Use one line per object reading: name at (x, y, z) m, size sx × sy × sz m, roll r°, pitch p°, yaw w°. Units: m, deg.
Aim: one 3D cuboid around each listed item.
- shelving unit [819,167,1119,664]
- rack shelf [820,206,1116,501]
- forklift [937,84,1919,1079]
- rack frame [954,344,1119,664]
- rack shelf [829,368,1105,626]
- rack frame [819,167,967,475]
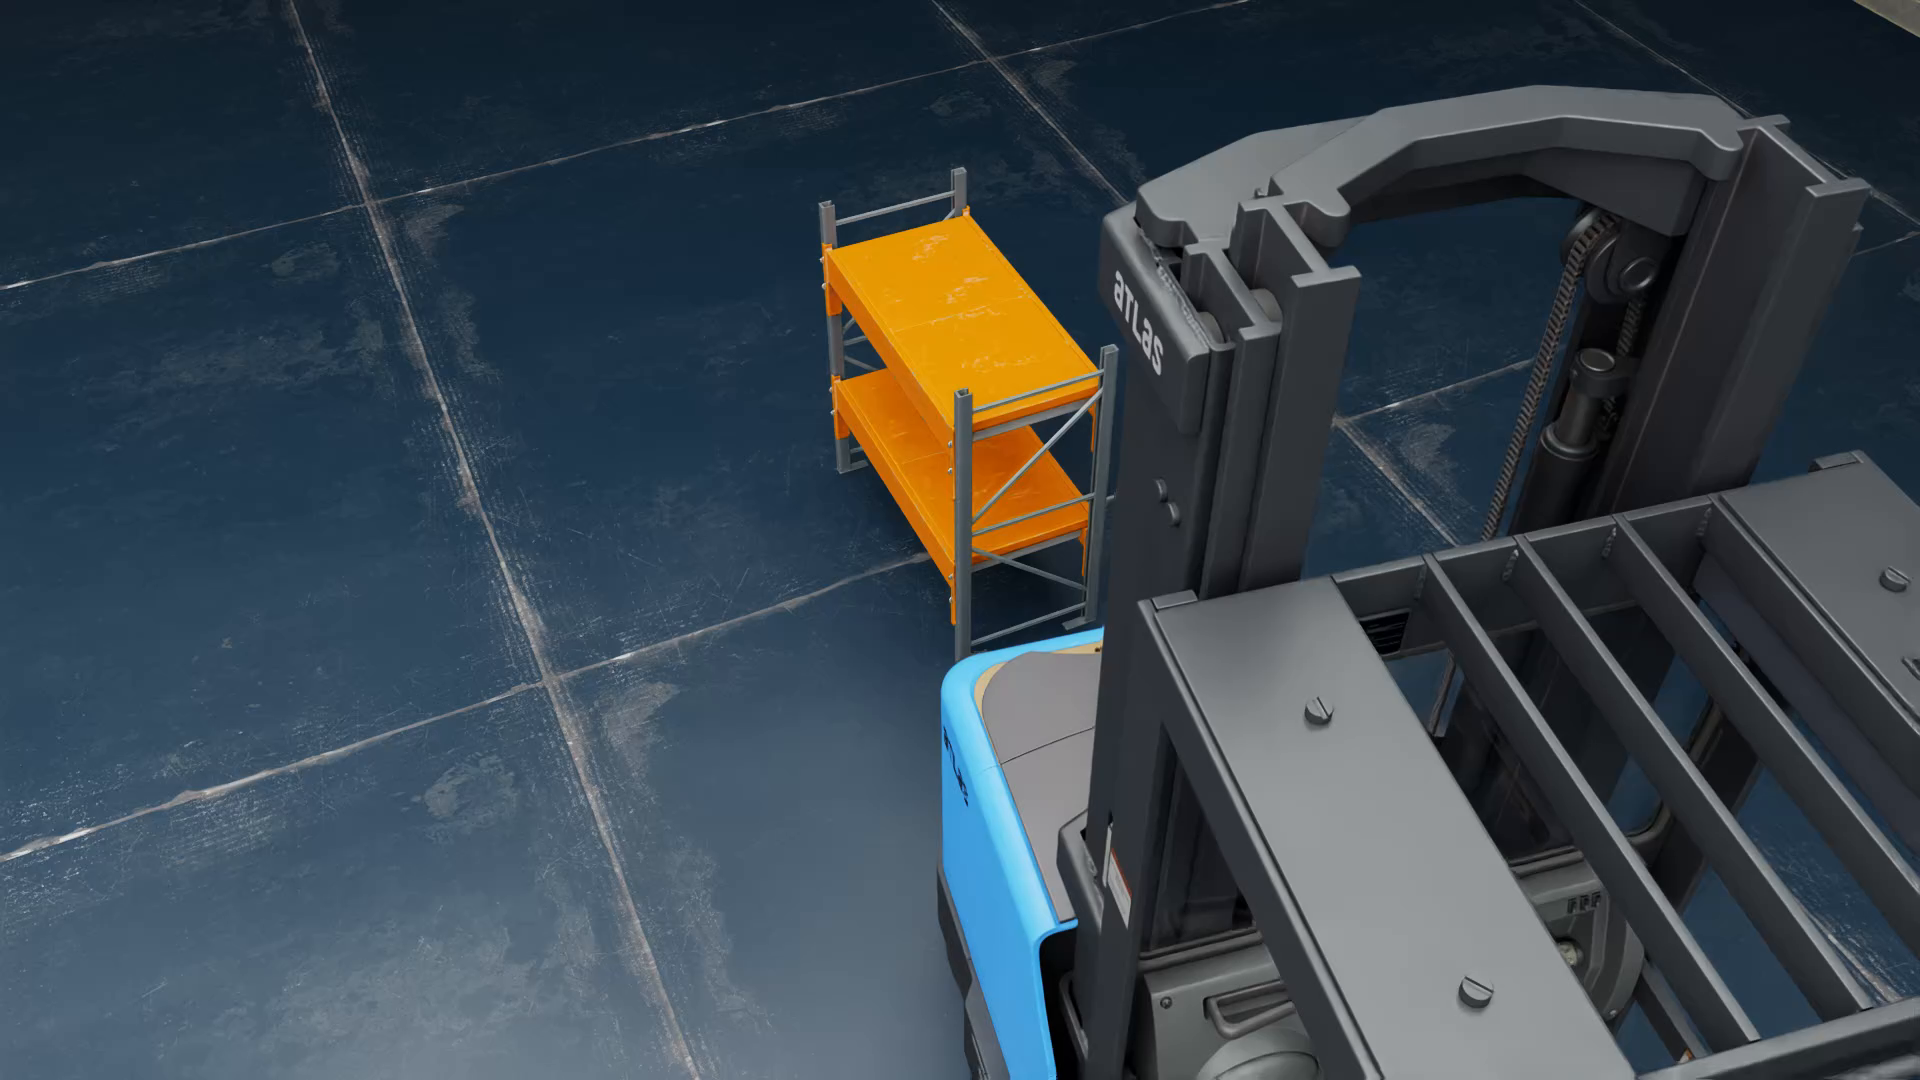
shelving unit at (0.003, -0.396, 5.351) m, size 0.538 × 1.125 × 1.048 m, roll -18°, pitch 47°, yaw -17°
rack shelf at (0.003, -0.604, 5.145) m, size 0.538 × 0.278 × 1.000 m, roll -18°, pitch 47°, yaw -17°
forklift at (0.830, 0.912, 2.739) m, size 1.130 × 2.935 × 3.031 m, roll -11°, pitch 46°, yaw -11°
rack frame at (0.217, -0.072, 5.022) m, size 0.500 × 1.125 × 0.032 m, roll -18°, pitch 47°, yaw -17°
rack shelf at (0.003, -0.222, 5.522) m, size 0.538 × 0.278 × 1.000 m, roll -18°, pitch 47°, yaw -17°
rack frame at (-0.211, -0.720, 5.679) m, size 0.500 × 1.125 × 0.032 m, roll -18°, pitch 47°, yaw -17°
